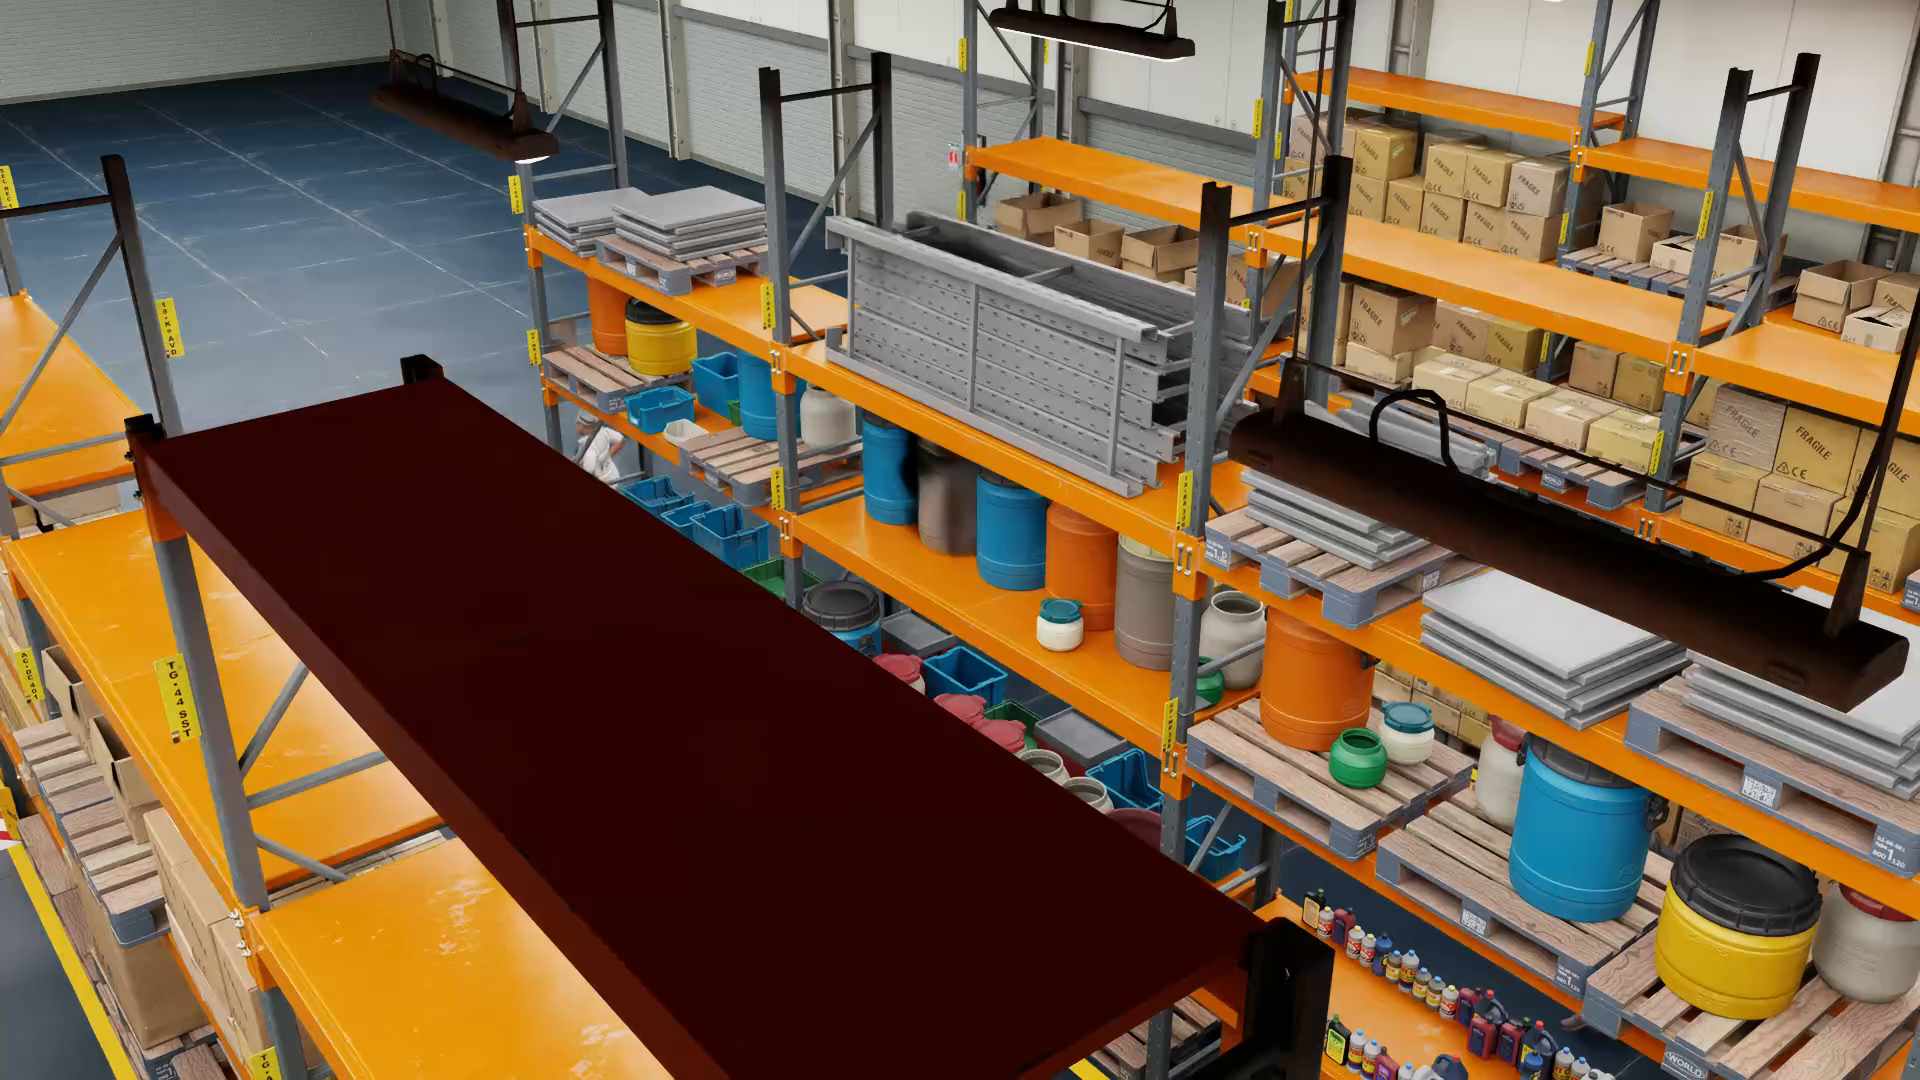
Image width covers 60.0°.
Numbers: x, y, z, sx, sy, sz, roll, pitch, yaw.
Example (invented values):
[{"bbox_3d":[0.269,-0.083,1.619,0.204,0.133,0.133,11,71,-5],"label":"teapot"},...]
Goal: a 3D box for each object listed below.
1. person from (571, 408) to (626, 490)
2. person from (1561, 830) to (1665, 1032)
[{"bbox_3d":[-3.708,-0.528,17.409,0.677,1.849,0.684,0,26,1],"label":"person"},{"bbox_3d":[4.366,2.615,10.992,0.702,1.713,0.555,19,32,34],"label":"person"}]
